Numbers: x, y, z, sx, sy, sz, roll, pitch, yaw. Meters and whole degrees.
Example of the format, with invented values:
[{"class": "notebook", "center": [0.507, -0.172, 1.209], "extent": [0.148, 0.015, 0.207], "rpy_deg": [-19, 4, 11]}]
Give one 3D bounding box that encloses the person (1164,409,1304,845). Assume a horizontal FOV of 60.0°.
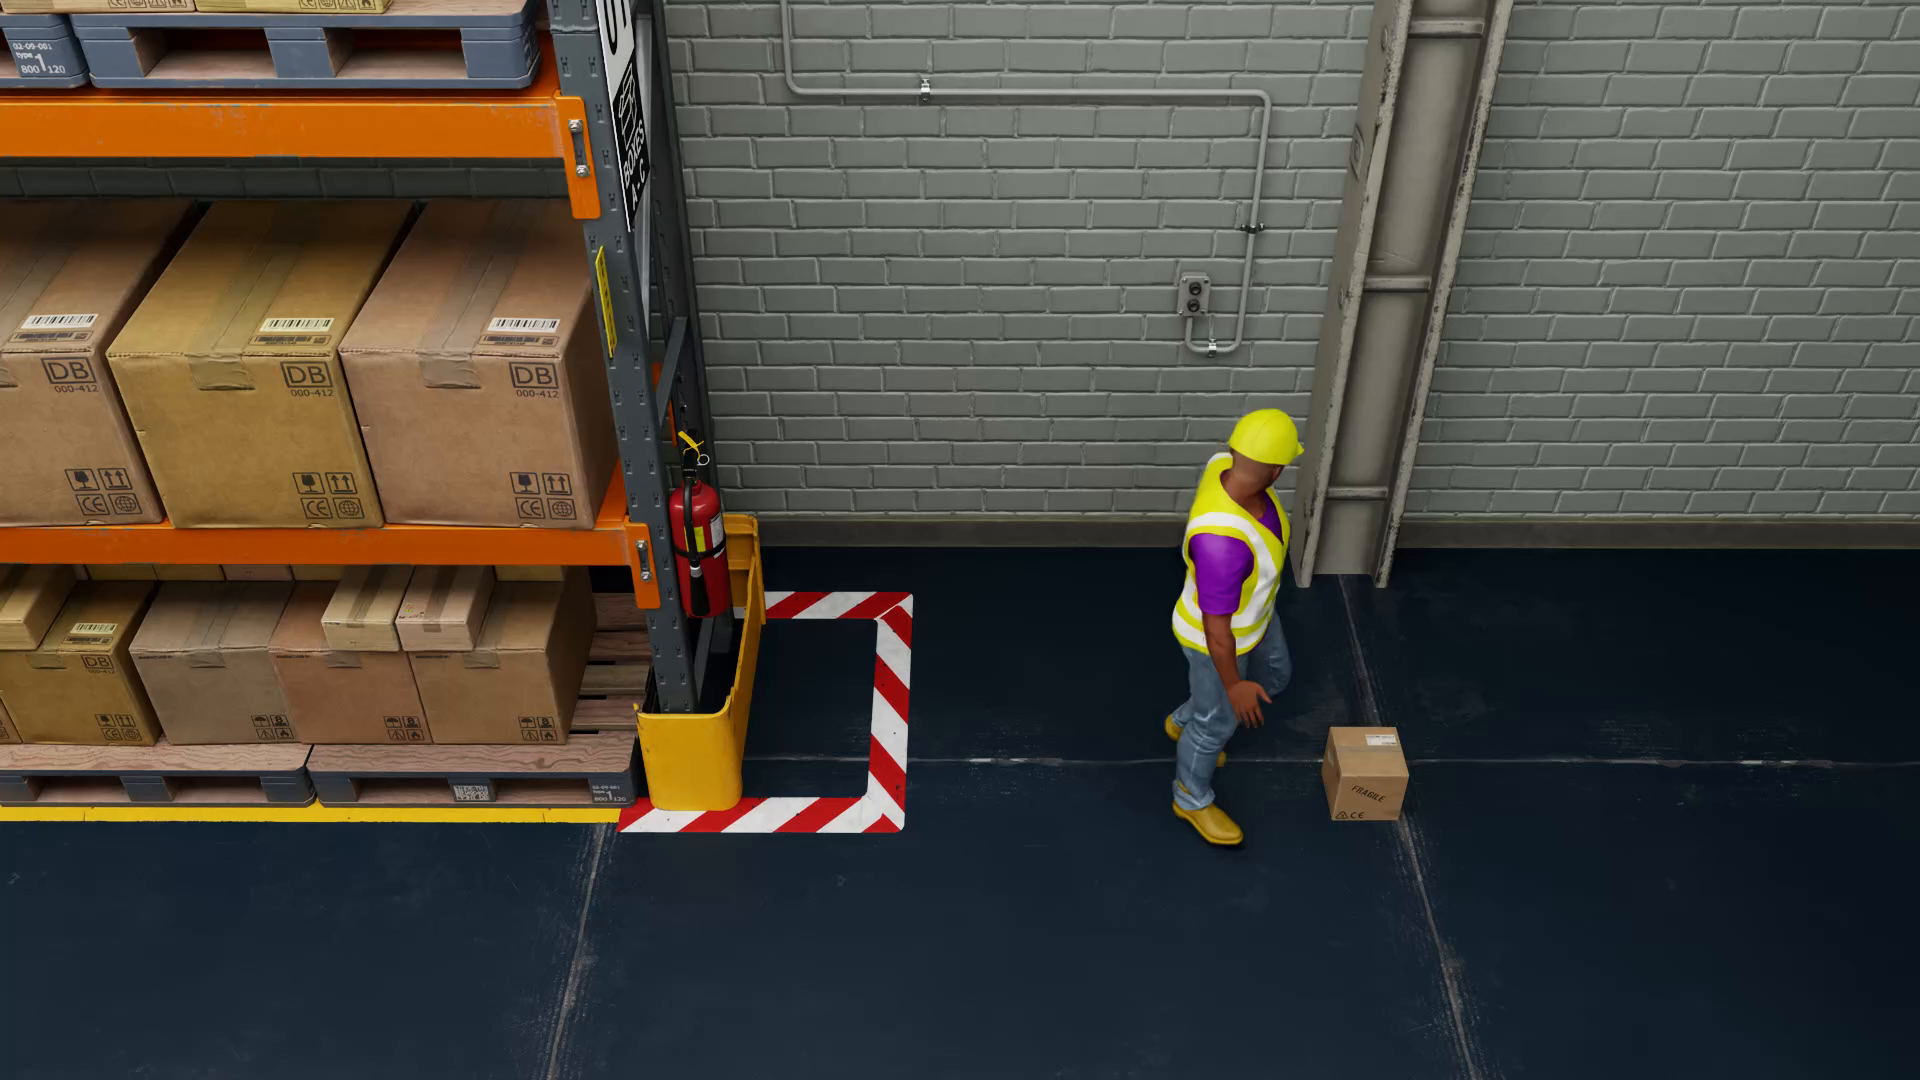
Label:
[{"class": "person", "center": [0.928, 0.303, 5.735], "extent": [0.463, 1.771, 0.633], "rpy_deg": [16, 42, 19]}]
